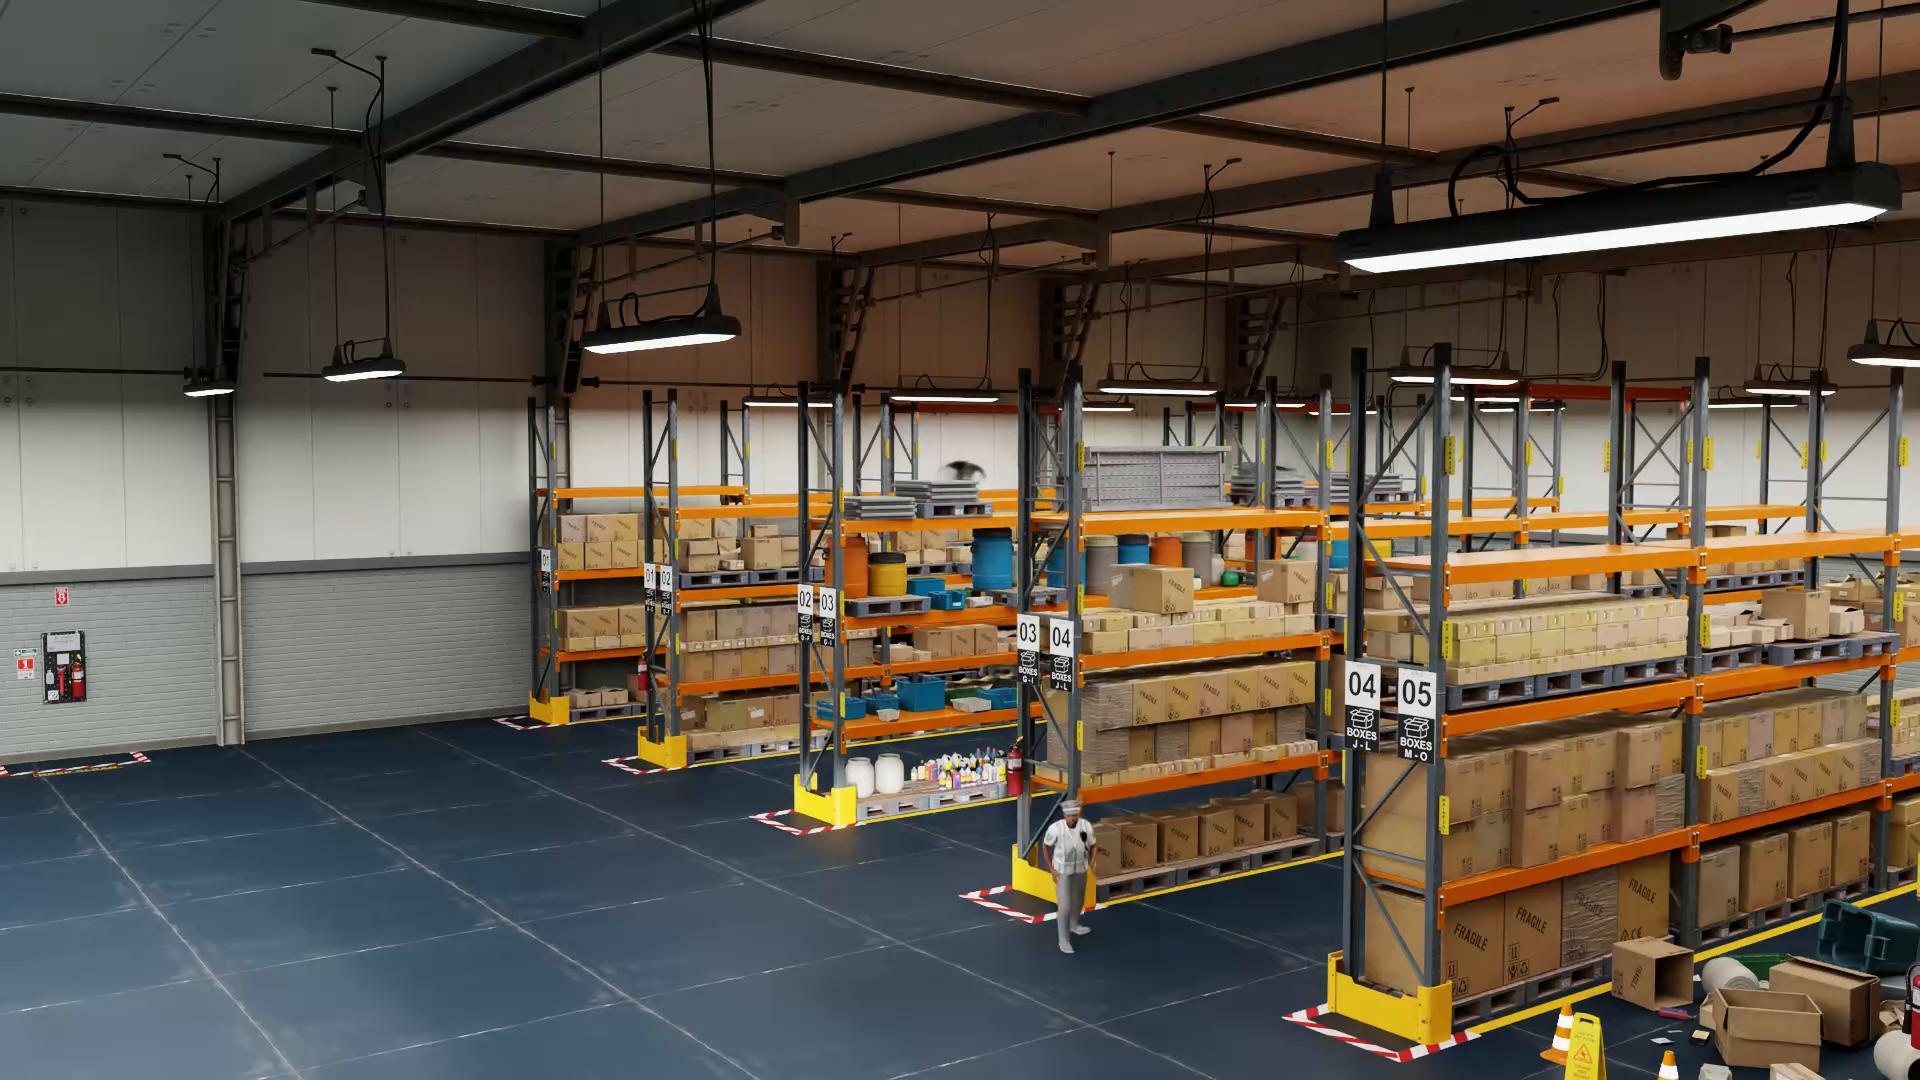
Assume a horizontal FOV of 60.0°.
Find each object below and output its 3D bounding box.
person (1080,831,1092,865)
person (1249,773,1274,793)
[{"bbox_3d":[1.263,3.127,16.851,0.216,0.428,0.325,-1,4,-18],"label":"person"},{"bbox_3d":[4.383,3.535,24.432,0.633,0.361,0.463,-2,4,-28],"label":"person"}]
